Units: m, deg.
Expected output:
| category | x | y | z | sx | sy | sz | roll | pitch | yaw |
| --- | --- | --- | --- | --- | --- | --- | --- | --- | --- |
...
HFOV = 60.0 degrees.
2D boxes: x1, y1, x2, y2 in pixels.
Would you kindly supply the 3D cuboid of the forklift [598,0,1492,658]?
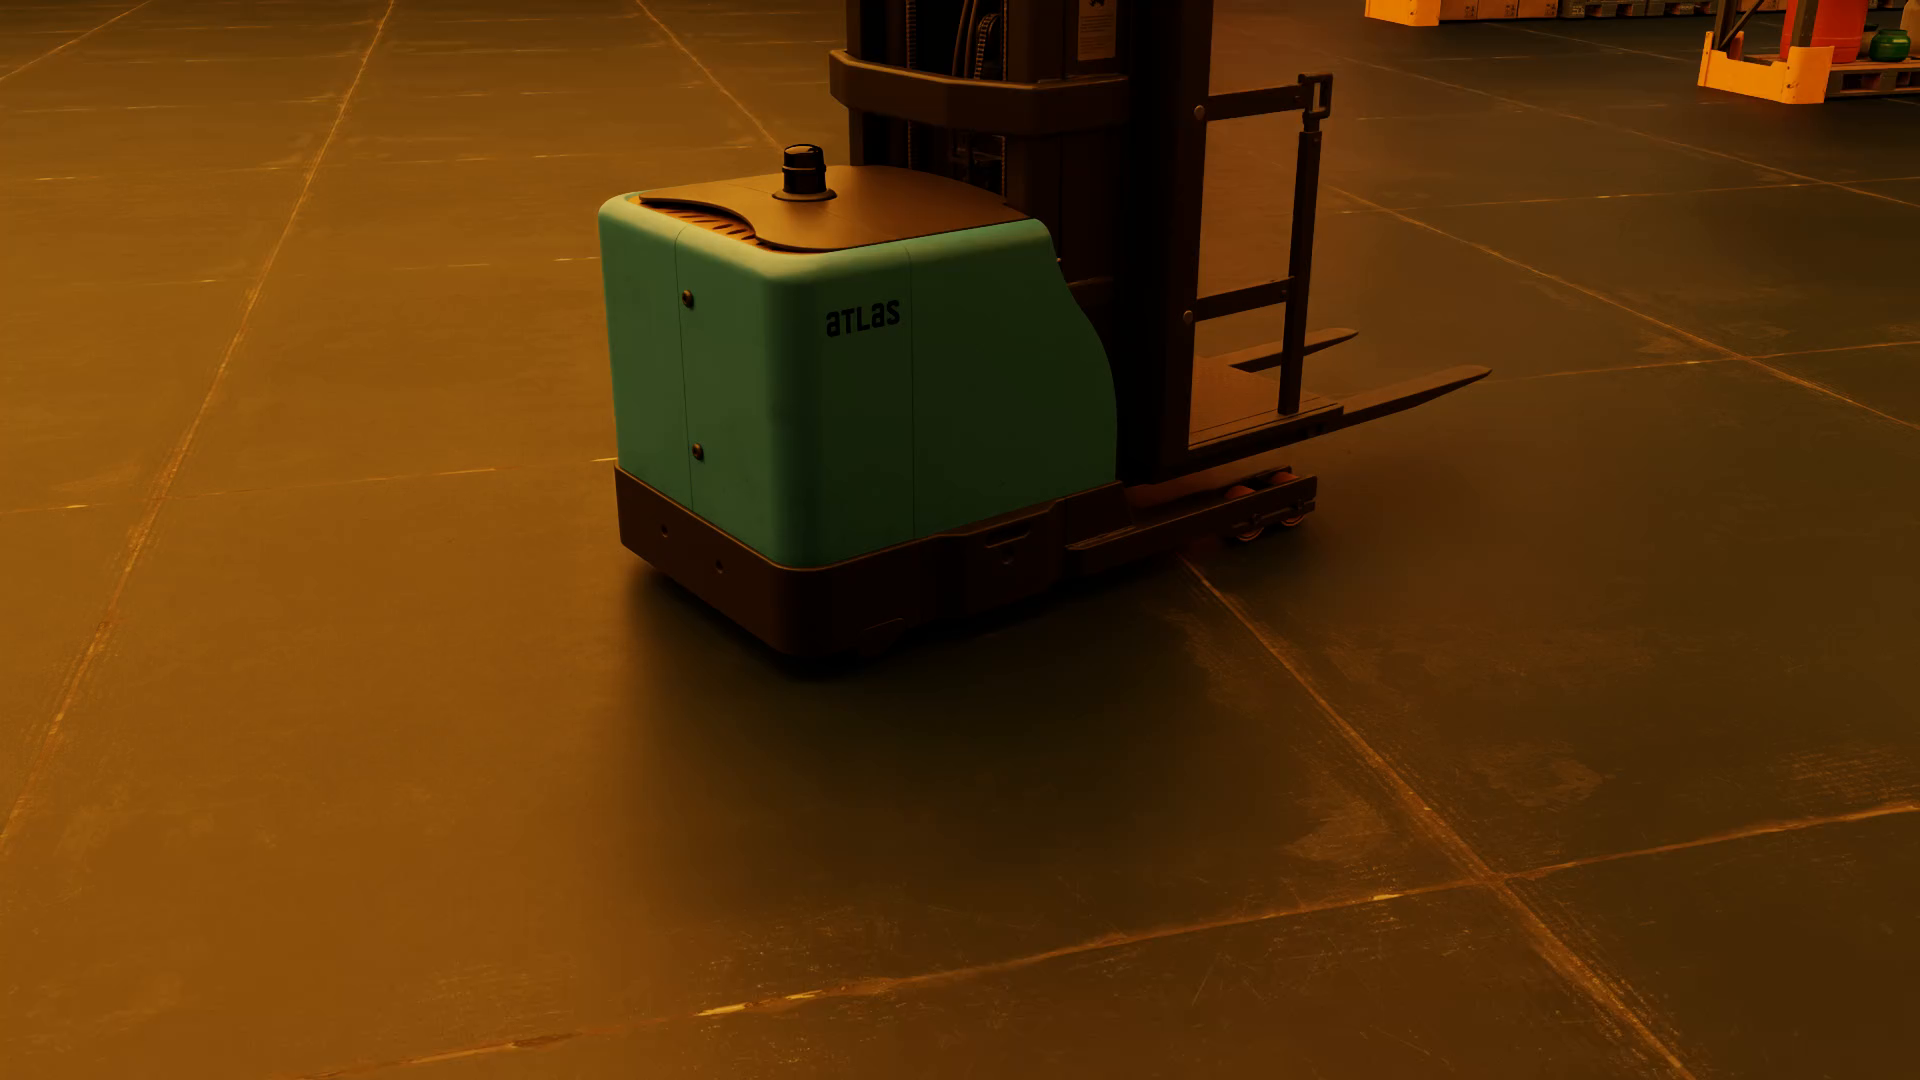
| category | x | y | z | sx | sy | sz | roll | pitch | yaw |
| --- | --- | --- | --- | --- | --- | --- | --- | --- | --- |
| forklift | 0.484 | -1.493 | 4.818 | 3.031 | 2.935 | 1.130 | -17 | 28 | -34 |
